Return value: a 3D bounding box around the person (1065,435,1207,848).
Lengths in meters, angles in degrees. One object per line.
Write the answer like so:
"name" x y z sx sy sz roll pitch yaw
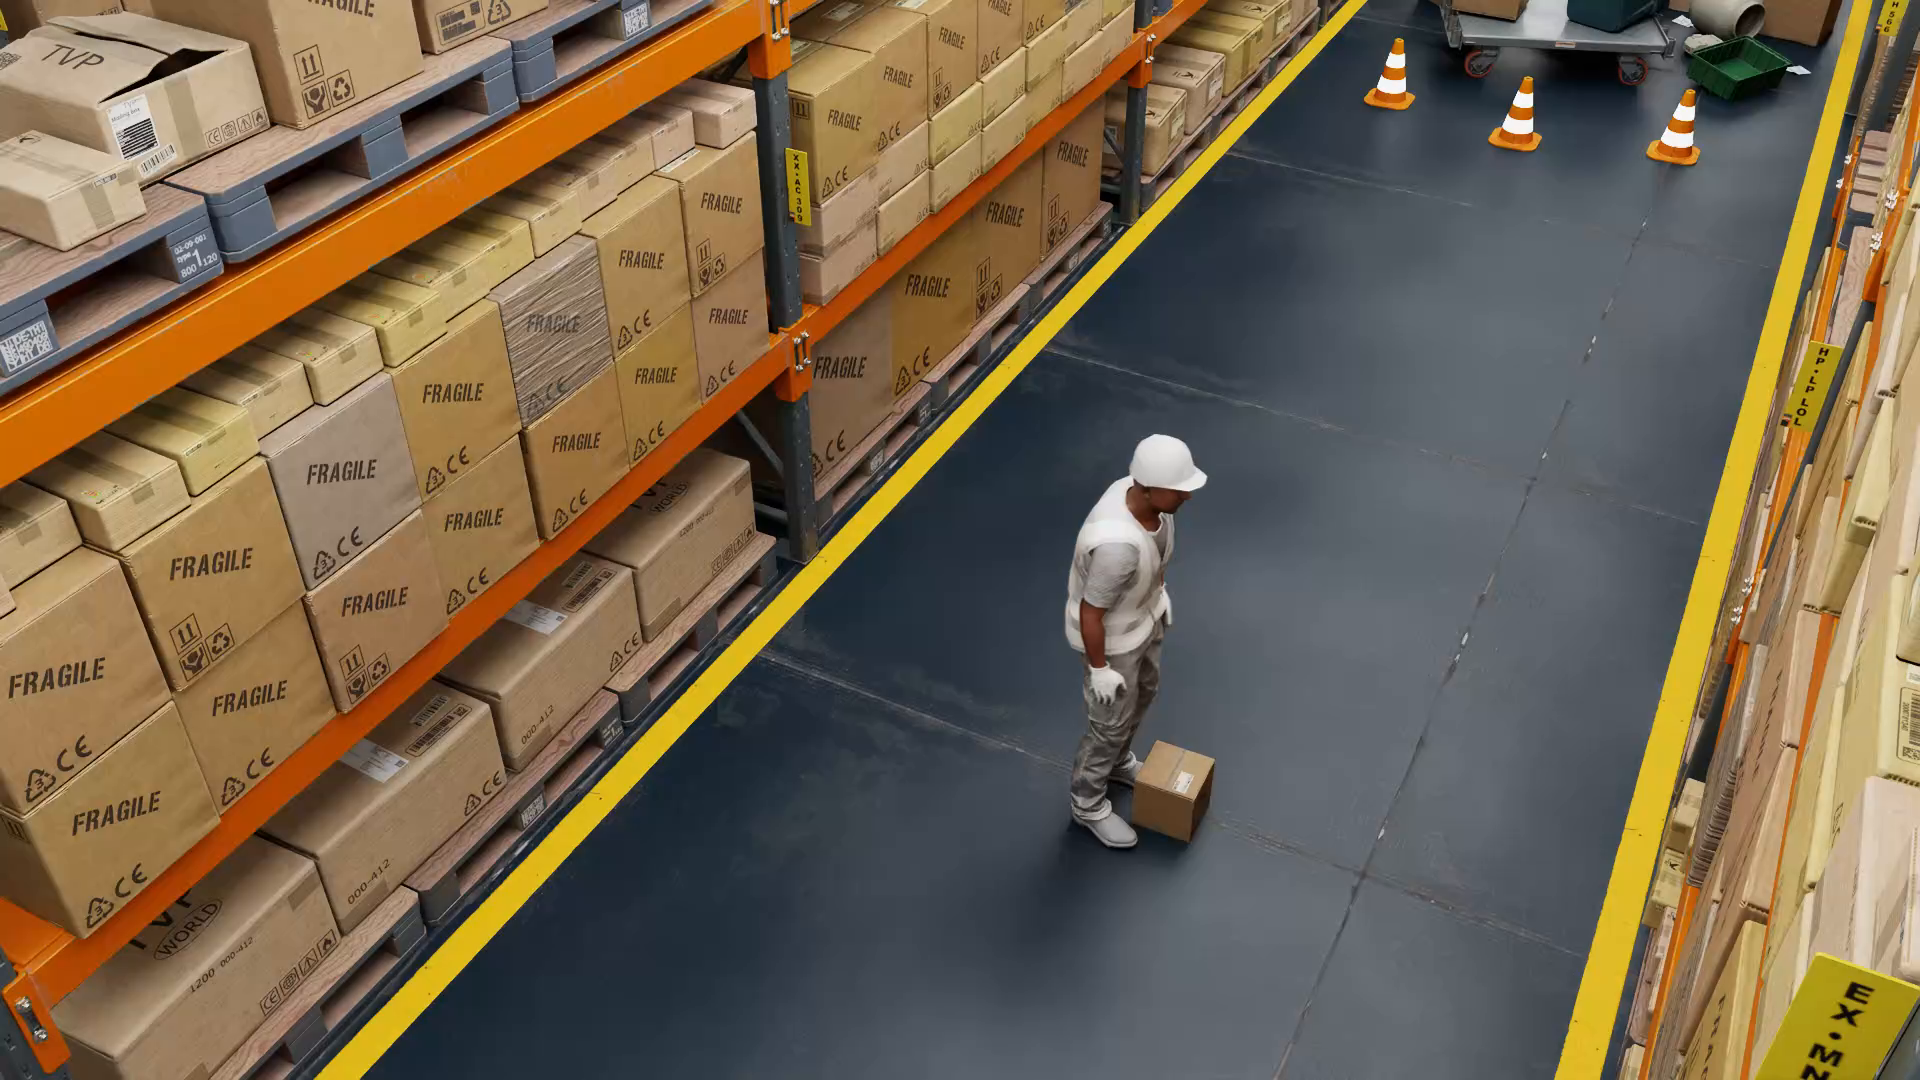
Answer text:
"person" 0.636 0.352 6.285 0.450 1.773 0.616 18 41 22
